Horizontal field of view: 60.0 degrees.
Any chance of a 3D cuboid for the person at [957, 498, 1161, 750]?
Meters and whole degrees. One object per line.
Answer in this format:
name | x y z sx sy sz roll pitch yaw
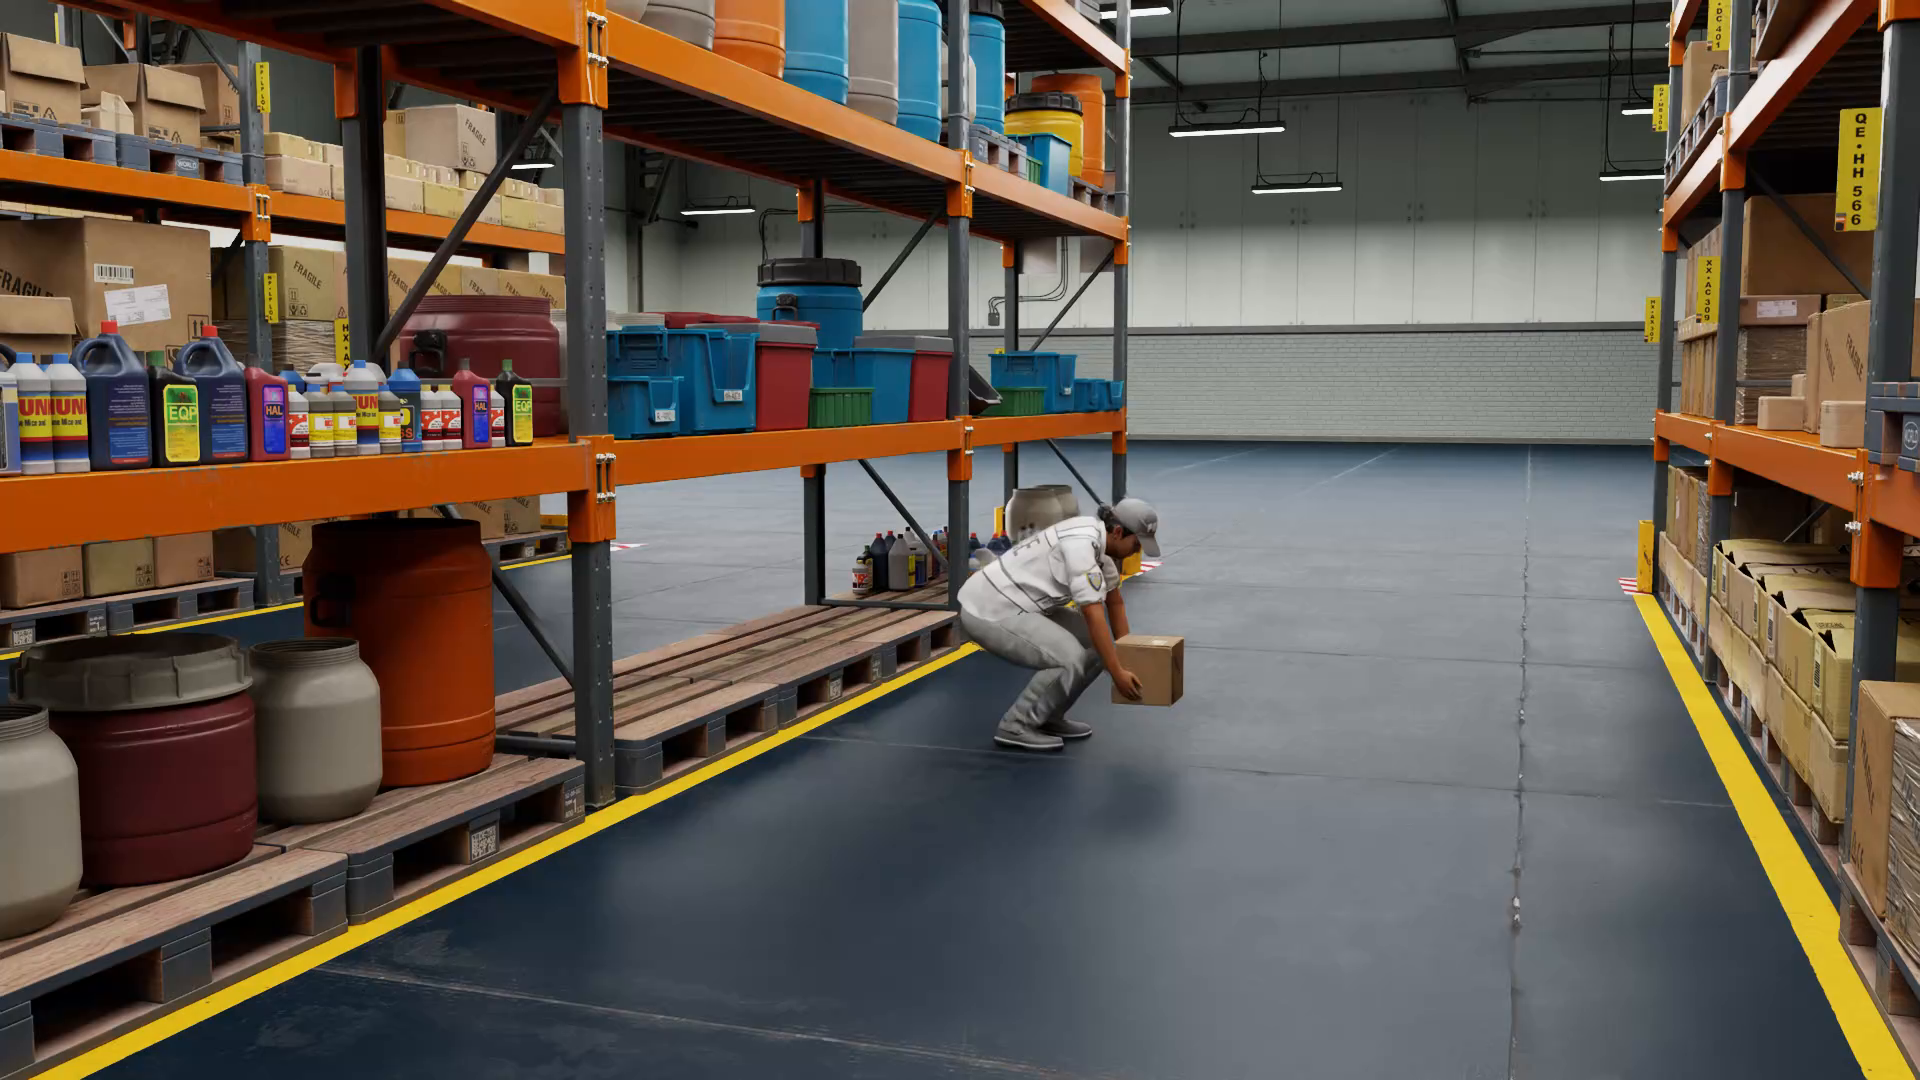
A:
person | 0.421 0.338 7.006 0.834 1.041 0.532 2 6 18
